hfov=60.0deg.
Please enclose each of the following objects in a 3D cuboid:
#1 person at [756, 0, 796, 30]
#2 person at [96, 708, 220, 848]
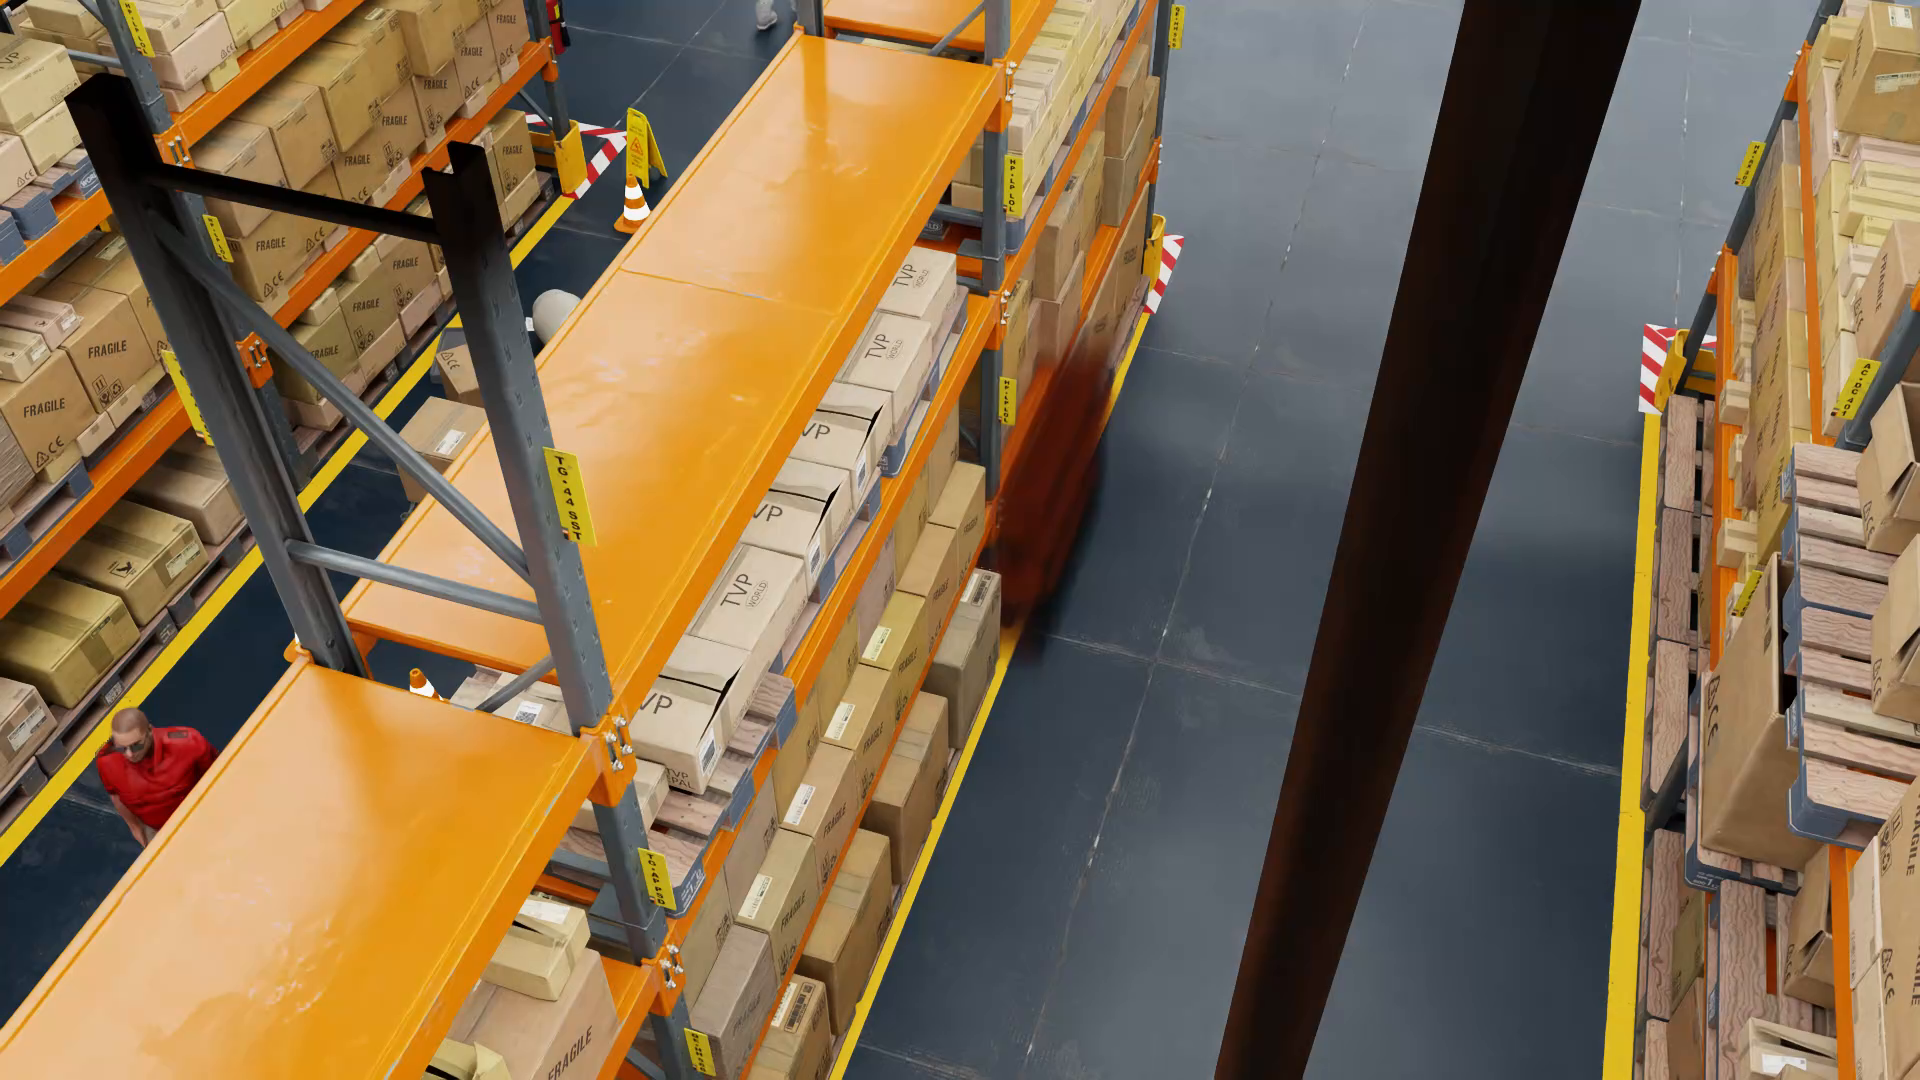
[{"bbox_3d":[-1.663,-5.637,15.452,0.560,1.801,0.762,18,48,16],"label":"person"},{"bbox_3d":[-3.877,1.404,8.326,0.580,1.701,0.461,-8,46,-8],"label":"person"}]
